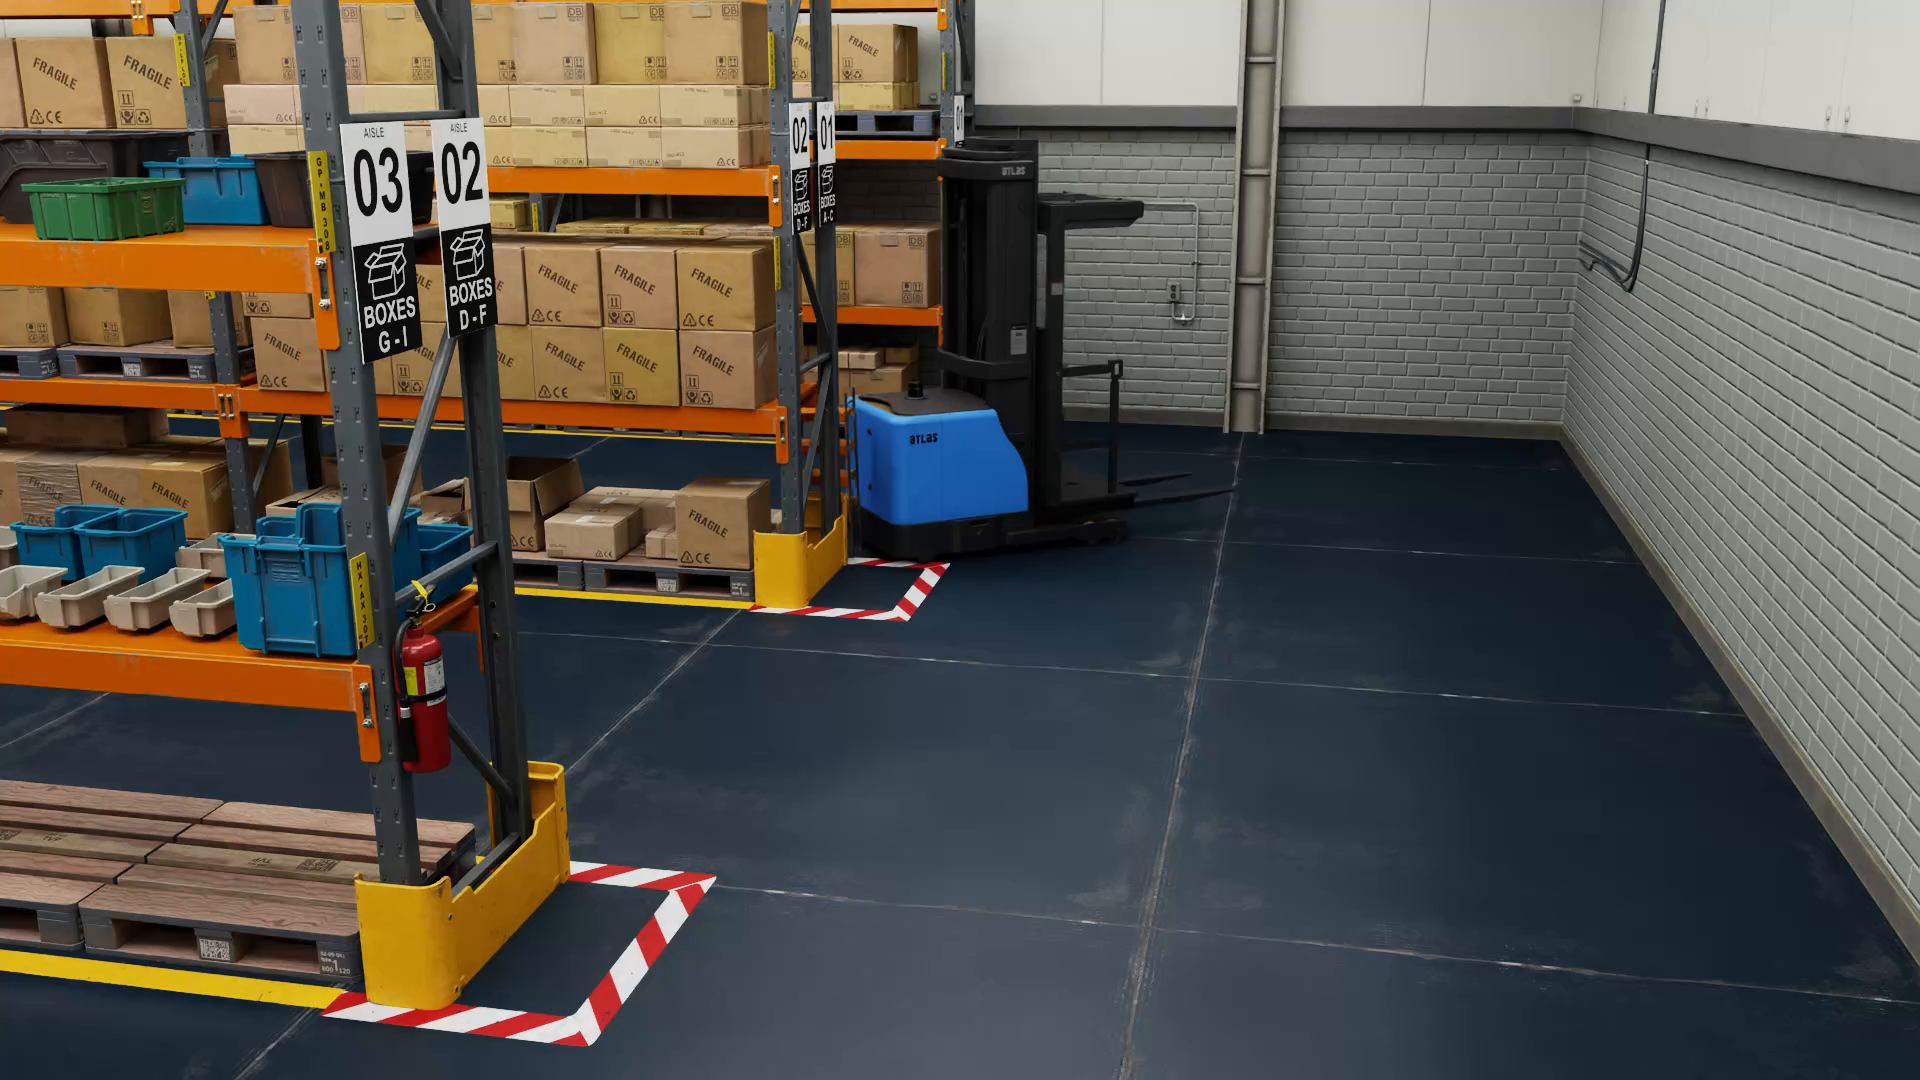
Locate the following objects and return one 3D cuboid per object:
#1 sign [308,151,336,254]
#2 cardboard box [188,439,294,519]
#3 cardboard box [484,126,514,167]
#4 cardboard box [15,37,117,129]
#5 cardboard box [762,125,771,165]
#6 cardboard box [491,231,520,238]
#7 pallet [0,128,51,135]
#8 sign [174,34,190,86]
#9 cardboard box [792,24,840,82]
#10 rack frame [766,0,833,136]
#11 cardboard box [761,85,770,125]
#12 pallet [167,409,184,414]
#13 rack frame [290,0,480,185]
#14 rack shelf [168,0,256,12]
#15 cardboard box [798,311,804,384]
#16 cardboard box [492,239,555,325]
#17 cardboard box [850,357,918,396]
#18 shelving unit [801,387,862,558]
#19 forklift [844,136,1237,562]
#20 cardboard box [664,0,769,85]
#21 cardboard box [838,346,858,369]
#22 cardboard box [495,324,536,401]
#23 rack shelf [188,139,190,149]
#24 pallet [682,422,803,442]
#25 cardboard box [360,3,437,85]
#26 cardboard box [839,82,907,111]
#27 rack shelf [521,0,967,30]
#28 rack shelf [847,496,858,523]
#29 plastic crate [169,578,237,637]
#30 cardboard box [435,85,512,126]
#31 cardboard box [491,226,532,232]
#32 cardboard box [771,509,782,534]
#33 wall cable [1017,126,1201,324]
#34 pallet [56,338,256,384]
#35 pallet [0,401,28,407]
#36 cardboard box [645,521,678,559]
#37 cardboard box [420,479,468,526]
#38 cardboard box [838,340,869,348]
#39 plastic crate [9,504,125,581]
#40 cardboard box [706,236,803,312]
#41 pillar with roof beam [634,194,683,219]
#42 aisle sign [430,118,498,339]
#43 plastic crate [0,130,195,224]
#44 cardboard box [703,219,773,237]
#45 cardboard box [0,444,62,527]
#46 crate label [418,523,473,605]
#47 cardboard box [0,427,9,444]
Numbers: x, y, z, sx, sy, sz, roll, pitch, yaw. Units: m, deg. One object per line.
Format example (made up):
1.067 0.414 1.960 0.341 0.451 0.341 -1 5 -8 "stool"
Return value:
-2.084 -1.104 5.435 0.005 0.325 0.100 3 16 11 "sign"
-5.345 -0.459 12.387 0.500 0.500 0.500 2 16 9 "cardboard box"
-3.023 -2.564 10.792 0.500 0.250 0.500 3 16 11 "cardboard box"
-6.058 -3.182 11.579 0.600 0.600 0.600 3 16 10 "cardboard box"
-1.453 -2.616 10.979 0.500 0.250 0.500 3 16 11 "cardboard box"
-3.376 -1.879 11.597 0.500 0.500 0.500 3 16 12 "cardboard box"
-6.562 -2.824 11.802 1.003 0.211 1.213 3 16 11 "pallet"
-5.027 -3.101 10.742 0.005 0.325 0.100 3 16 11 "sign"
-1.276 -4.427 15.139 0.500 0.500 0.500 4 16 13 "cardboard box"
-1.000 -4.040 10.220 0.127 3.000 1.000 3 16 11 "rack frame"
-1.452 -2.859 10.918 0.500 0.250 0.500 3 16 11 "cardboard box"
-8.622 -1.569 17.760 1.213 0.211 1.003 3 16 11 "pallet"
-1.991 -2.745 5.543 0.127 3.000 1.000 3 16 11 "rack frame"
-6.880 -3.820 11.522 4.000 0.370 1.077 3 16 11 "rack shelf"
-1.382 -1.290 11.342 0.500 0.500 0.500 3 16 12 "cardboard box"
-2.998 -1.711 10.990 0.500 0.500 0.500 4 16 13 "cardboard box"
-0.722 -1.454 16.017 0.500 0.500 0.700 3 16 11 "cardboard box"
-1.004 -0.486 11.970 0.503 1.200 0.258 1 15 11 "shelving unit"
0.681 -1.505 12.433 3.031 2.935 1.130 -7 17 -25 "forklift"
-1.507 -3.148 10.557 0.500 0.500 0.700 3 16 11 "cardboard box"
-1.135 -1.739 15.832 0.250 0.149 0.380 4 16 13 "cardboard box"
-2.984 -1.231 11.131 0.500 0.500 0.500 3 16 10 "cardboard box"
-5.896 -3.863 16.548 4.000 0.370 1.077 3 16 11 "rack shelf"
-2.008 -1.189 16.388 1.213 0.211 1.003 3 16 11 "pallet"
-3.483 -3.233 10.864 0.500 0.500 0.700 3 16 11 "cardboard box"
-0.787 -4.038 15.140 0.500 0.250 0.500 4 16 13 "cardboard box"
-1.976 -4.903 15.432 4.000 0.370 1.077 3 16 11 "rack shelf"
-0.996 -0.229 12.040 0.480 0.148 0.258 1 15 11 "rack shelf"
-2.826 0.249 6.357 0.243 0.136 0.396 3 16 11 "plastic crate"
-3.025 -2.803 10.717 0.500 0.250 0.500 3 16 11 "cardboard box"
-4.439 -2.818 16.263 0.500 0.500 0.500 3 16 10 "cardboard box"
-1.342 -0.099 11.748 0.250 0.149 0.380 3 16 11 "cardboard box"
1.427 -3.114 16.212 1.851 1.984 0.084 3 16 11 "wall cable"
-5.681 -1.340 12.071 1.213 0.211 1.003 3 16 11 "pallet"
-9.813 -1.634 17.996 1.213 0.211 1.003 3 16 11 "pallet"
-1.961 -0.005 11.375 0.250 0.166 0.380 3 16 11 "cardboard box"
-3.570 -0.282 12.104 0.500 0.311 0.500 3 16 11 "cardboard box"
-1.057 -1.839 16.192 0.250 0.149 0.380 3 16 11 "cardboard box"
-3.751 0.013 7.027 0.300 0.233 0.416 3 16 11 "plastic crate"
-1.382 -1.772 11.208 0.500 0.500 0.500 4 16 13 "cardboard box"
-3.936 -4.612 12.284 0.400 9.000 9.100 3 16 11 "pillar with roof beam"
-1.861 -1.180 6.263 0.004 0.787 0.394 3 16 11 "aisle sign"
-3.433 -1.422 6.505 0.767 0.338 0.504 3 16 11 "plastic crate"
-1.979 -2.693 16.033 0.700 0.700 0.980 2 16 8 "cardboard box"
-6.933 -0.402 12.183 0.500 0.500 0.500 3 16 9 "cardboard box"
-2.167 0.099 6.716 0.303 0.233 0.416 3 16 11 "crate label"
-7.369 -0.566 12.775 0.500 0.500 0.500 3 16 9 "cardboard box"
